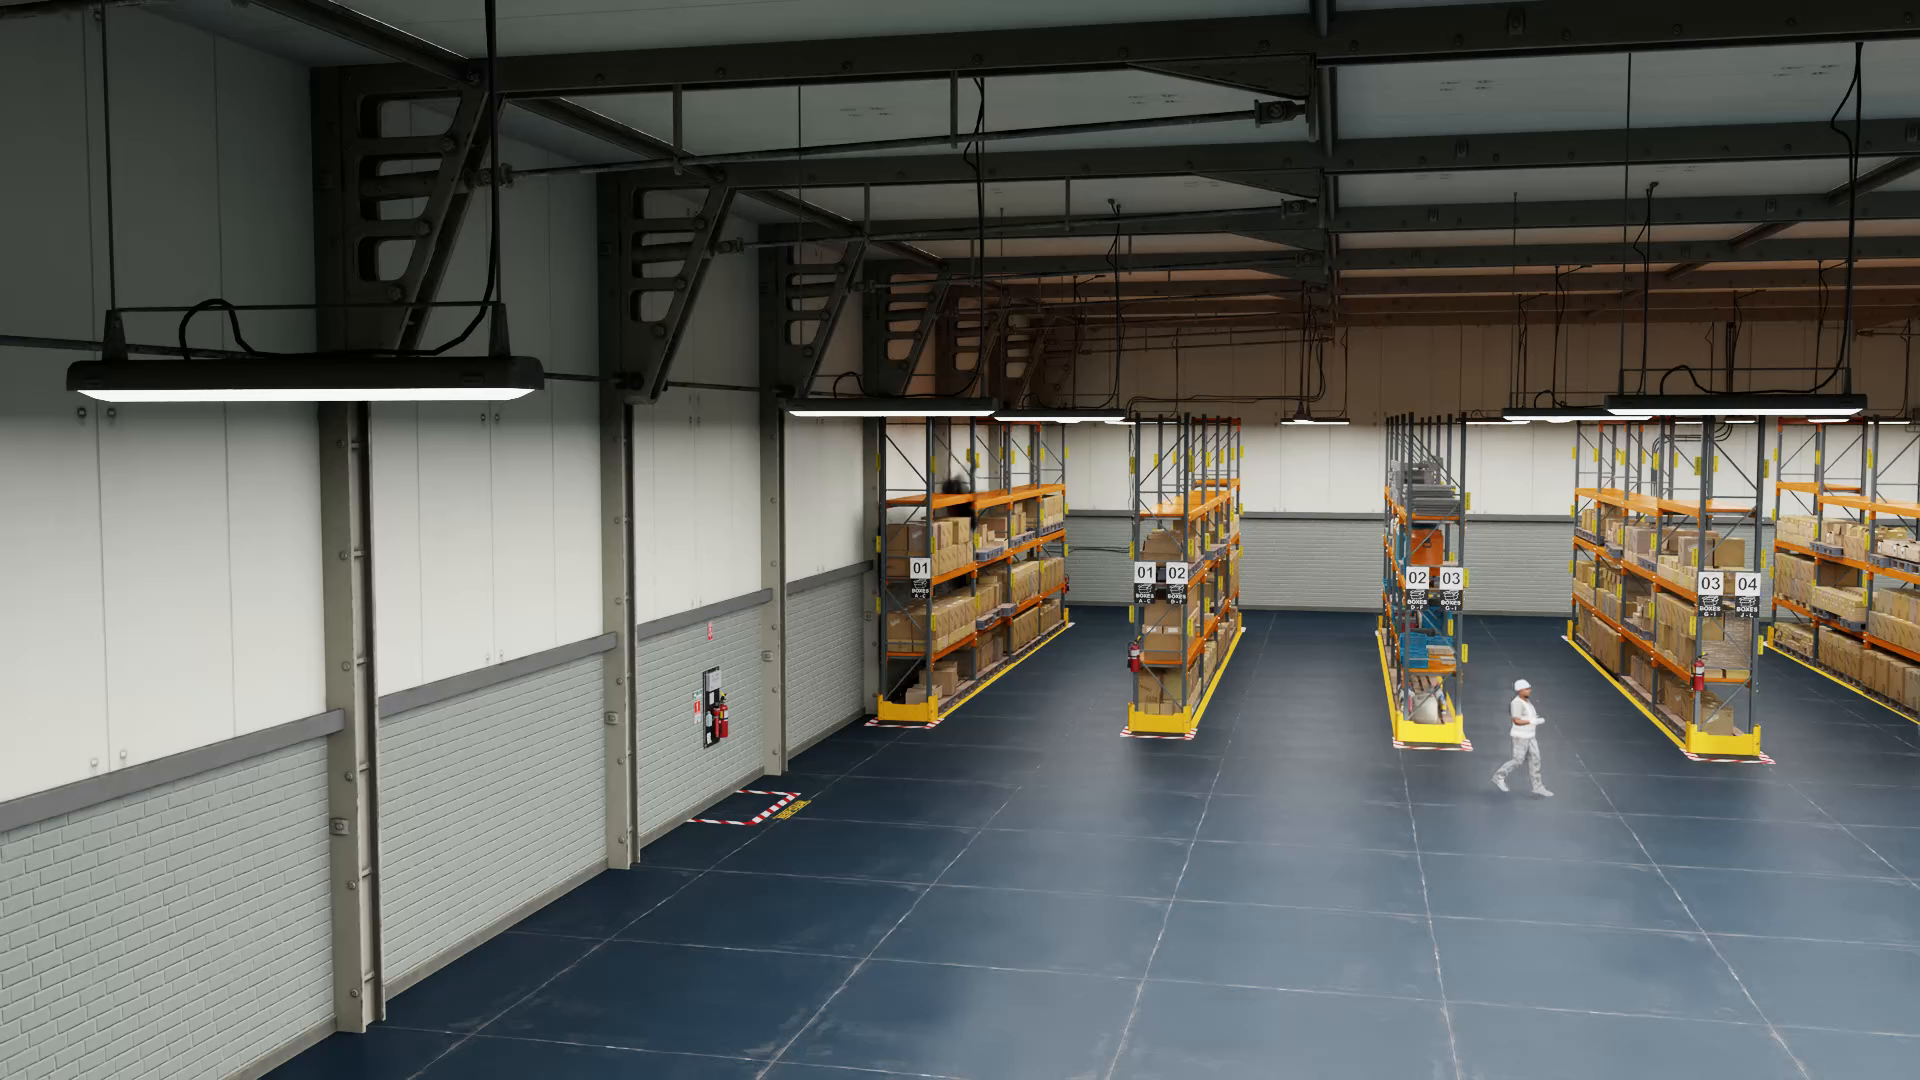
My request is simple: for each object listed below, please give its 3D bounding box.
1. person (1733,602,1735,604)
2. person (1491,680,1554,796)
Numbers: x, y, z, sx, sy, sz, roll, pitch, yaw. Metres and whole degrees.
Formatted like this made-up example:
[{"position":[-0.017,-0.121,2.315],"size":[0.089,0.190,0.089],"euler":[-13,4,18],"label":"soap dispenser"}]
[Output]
[{"position":[19.594,2.125,41.860],"size":[0.582,1.617,0.887],"euler":[0,4,5],"label":"person"},{"position":[8.725,3.051,25.747],"size":[0.931,1.776,0.683],"euler":[3,5,36],"label":"person"}]
